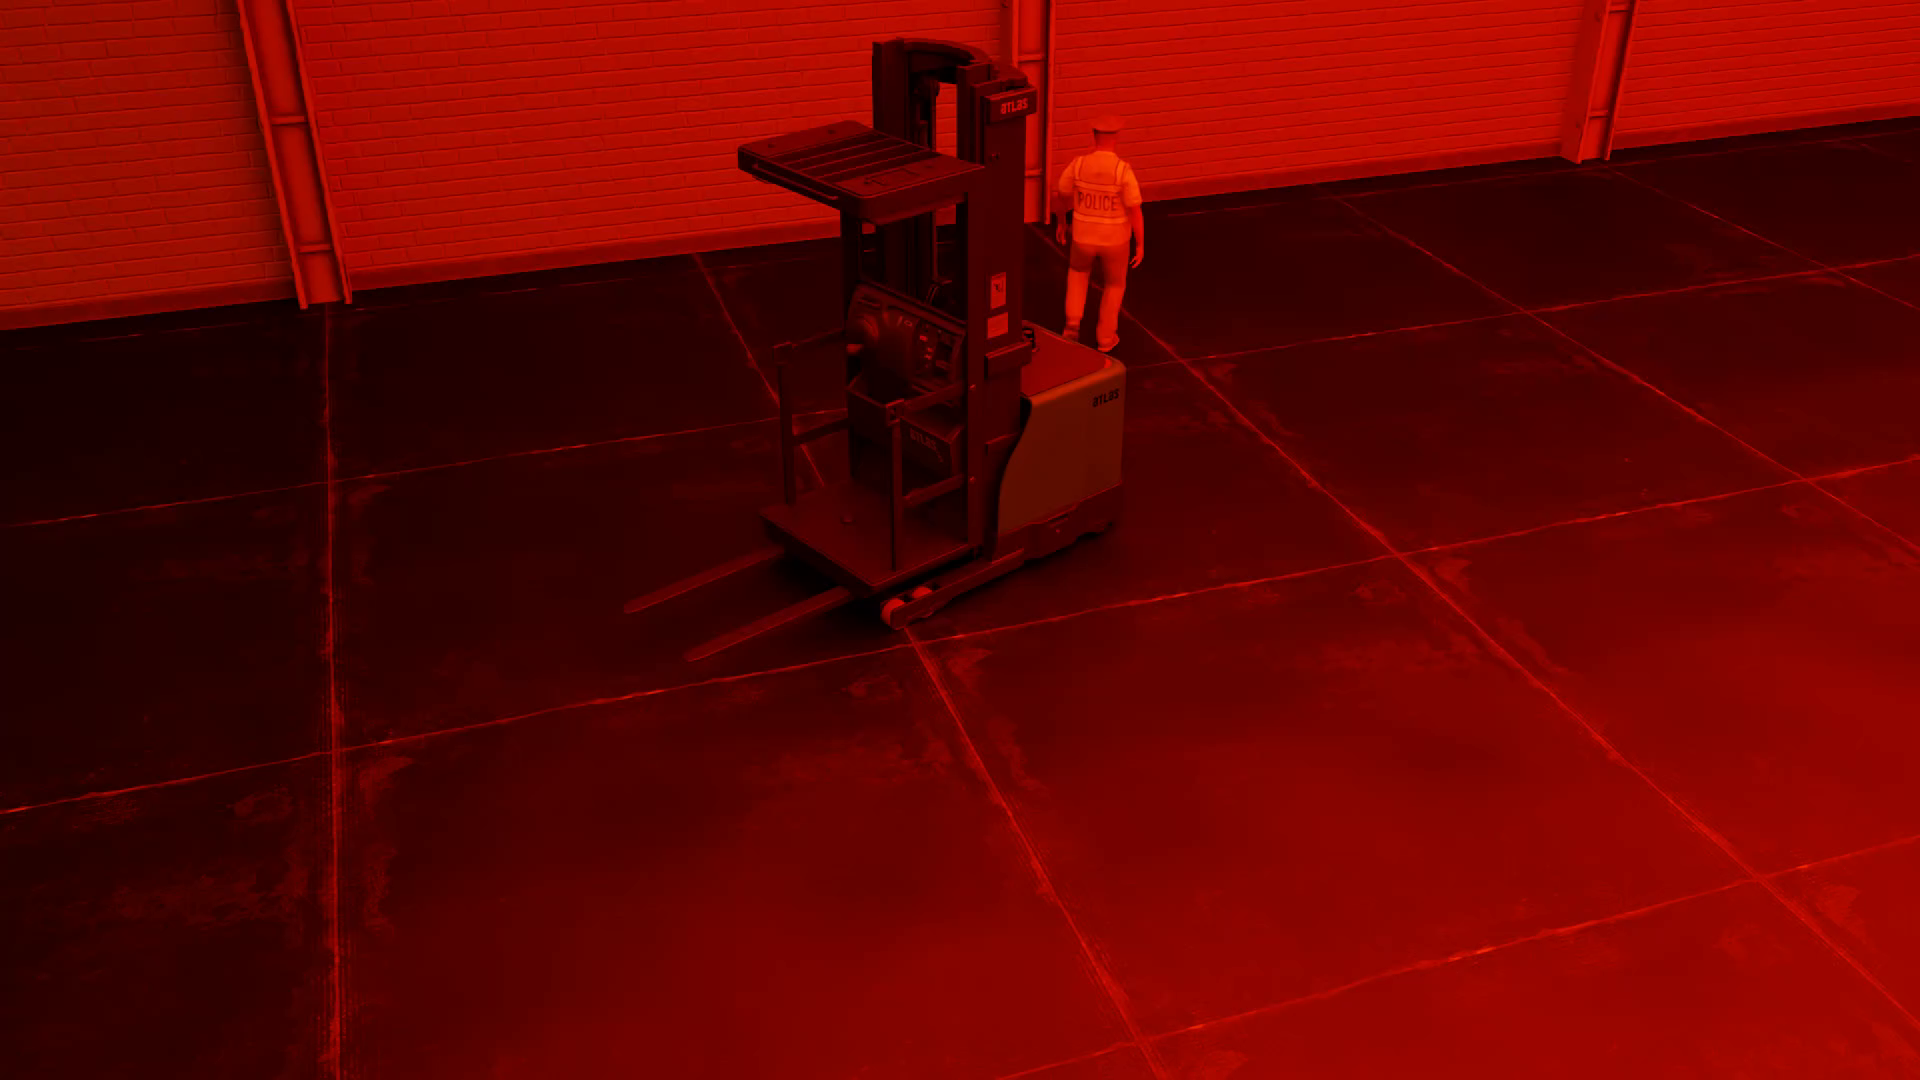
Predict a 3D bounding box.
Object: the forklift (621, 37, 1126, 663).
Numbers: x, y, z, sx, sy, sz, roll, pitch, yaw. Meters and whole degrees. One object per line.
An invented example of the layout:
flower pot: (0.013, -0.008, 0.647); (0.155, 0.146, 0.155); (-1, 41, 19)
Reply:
forklift: (-0.461, -1.072, 8.951); (3.031, 2.935, 1.130); (-23, 37, -34)

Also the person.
person: (1.029, -2.232, 12.175); (0.699, 1.728, 0.477); (9, 31, 15)
